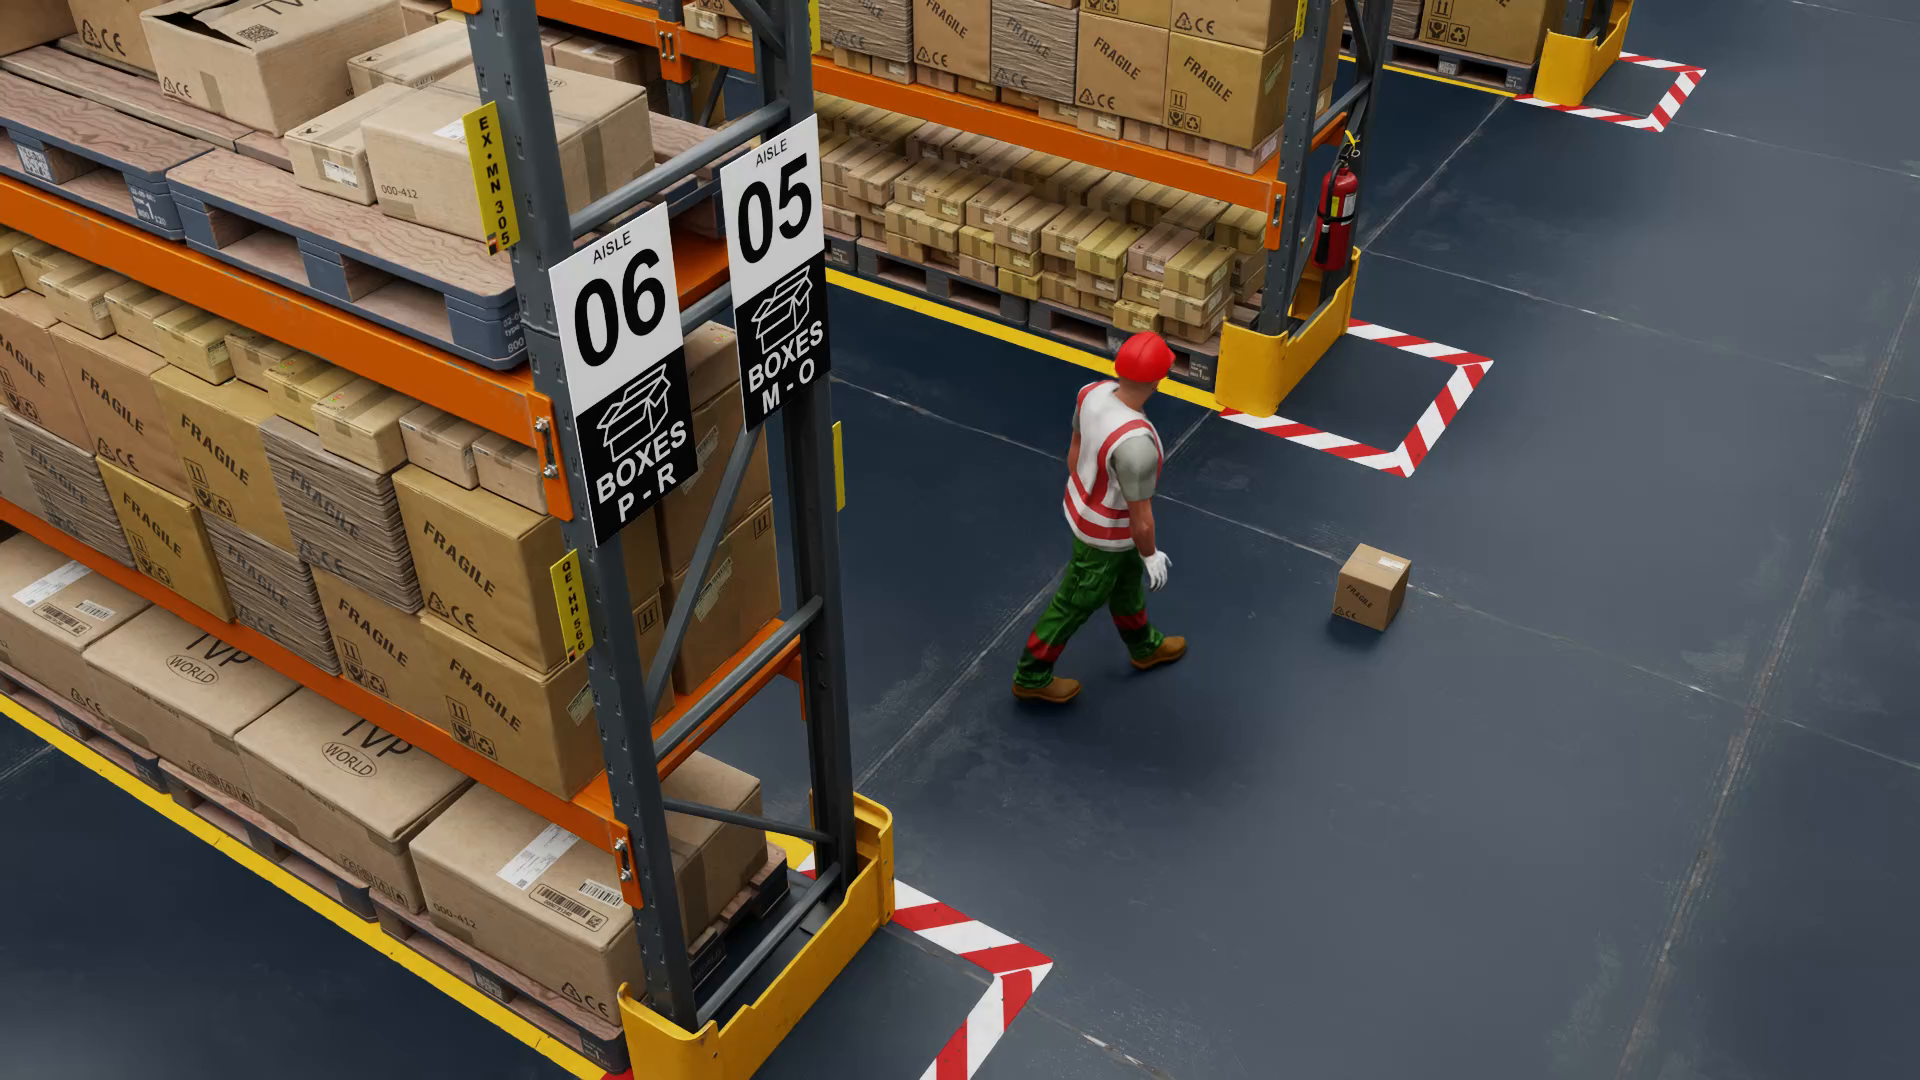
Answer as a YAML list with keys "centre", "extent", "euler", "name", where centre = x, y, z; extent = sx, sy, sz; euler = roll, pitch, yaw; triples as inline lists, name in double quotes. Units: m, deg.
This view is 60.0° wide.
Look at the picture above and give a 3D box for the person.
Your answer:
- centre: [0.635, -0.060, 6.726]
  extent: [0.840, 1.765, 0.550]
  euler: [-6, 38, -8]
  name: "person"
